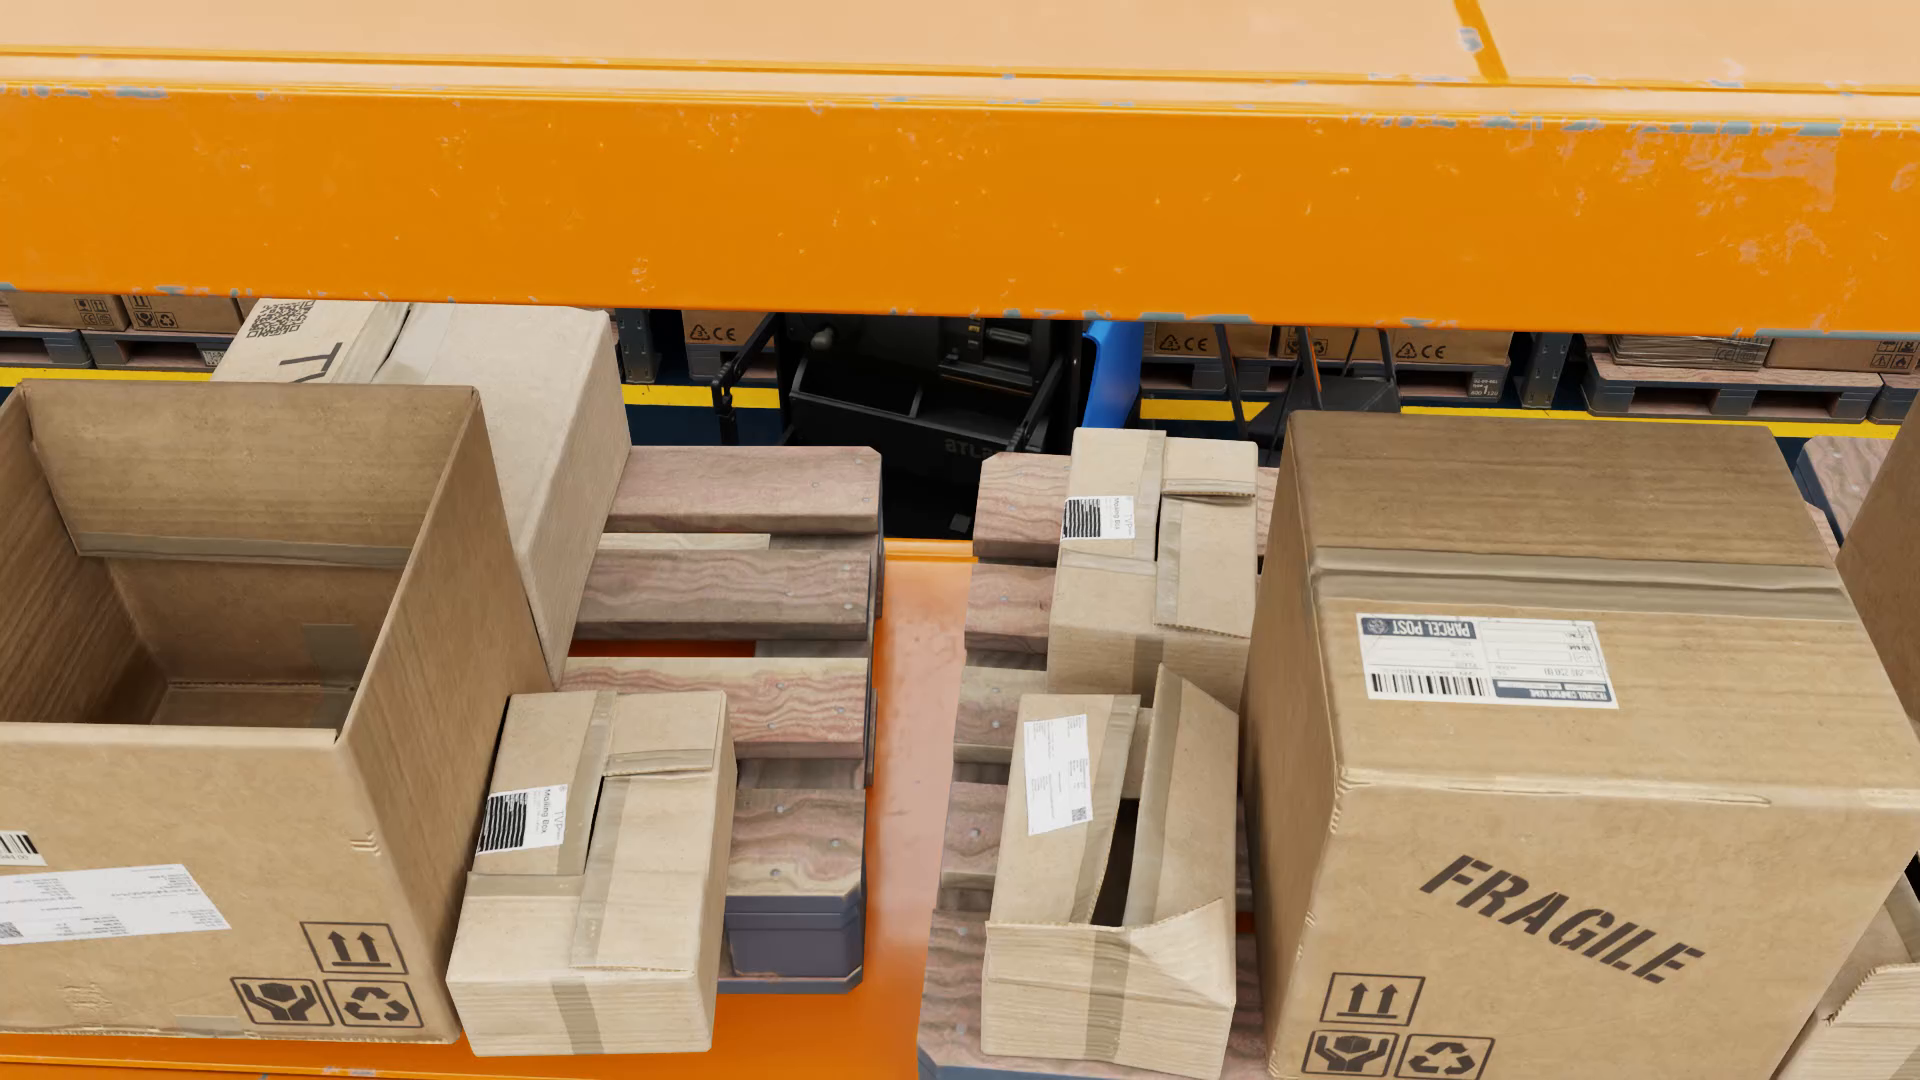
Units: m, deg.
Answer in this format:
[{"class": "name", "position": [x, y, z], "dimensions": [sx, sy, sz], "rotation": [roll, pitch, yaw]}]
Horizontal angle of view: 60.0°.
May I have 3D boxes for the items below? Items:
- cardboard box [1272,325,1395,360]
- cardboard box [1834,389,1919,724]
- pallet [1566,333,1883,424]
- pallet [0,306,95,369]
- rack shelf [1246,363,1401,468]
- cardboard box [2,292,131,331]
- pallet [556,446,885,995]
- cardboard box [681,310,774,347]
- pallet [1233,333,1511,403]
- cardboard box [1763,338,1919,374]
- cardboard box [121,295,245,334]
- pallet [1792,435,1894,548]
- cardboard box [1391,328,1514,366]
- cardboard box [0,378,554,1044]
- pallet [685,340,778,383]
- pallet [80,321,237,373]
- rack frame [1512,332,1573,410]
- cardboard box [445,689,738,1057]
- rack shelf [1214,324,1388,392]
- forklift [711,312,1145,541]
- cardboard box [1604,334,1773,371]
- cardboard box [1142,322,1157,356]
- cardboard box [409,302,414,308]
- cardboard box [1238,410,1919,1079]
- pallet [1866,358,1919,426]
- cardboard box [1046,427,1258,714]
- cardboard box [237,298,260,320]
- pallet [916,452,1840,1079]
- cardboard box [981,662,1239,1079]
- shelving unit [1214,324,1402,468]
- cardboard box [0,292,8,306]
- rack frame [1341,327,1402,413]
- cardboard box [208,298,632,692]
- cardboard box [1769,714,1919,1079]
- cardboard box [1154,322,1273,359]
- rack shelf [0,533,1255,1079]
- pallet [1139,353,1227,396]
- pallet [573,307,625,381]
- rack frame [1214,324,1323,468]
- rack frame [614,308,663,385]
[{"class": "cardboard box", "position": [1.645, -1.143, 7.302], "dimensions": [0.500, 0.500, 0.500], "rotation": [1, 43, 1]}, {"class": "cardboard box", "position": [1.359, 0.176, 1.778], "dimensions": [0.500, 0.500, 0.700], "rotation": [0, 43, 0]}, {"class": "pallet", "position": [3.397, -0.943, 7.607], "dimensions": [1.213, 0.211, 1.003], "rotation": [2, 43, 2]}, {"class": "pallet", "position": [-4.543, -1.214, 7.899], "dimensions": [1.213, 0.211, 1.003], "rotation": [2, 43, 2]}, {"class": "rack shelf", "position": [1.436, -0.331, 6.514], "dimensions": [0.431, 0.518, 0.480], "rotation": [14, 42, 43]}, {"class": "cardboard box", "position": [-3.957, -1.364, 7.539], "dimensions": [0.500, 0.500, 0.700], "rotation": [3, 43, 4]}, {"class": "pallet", "position": [-0.721, 0.209, 2.265], "dimensions": [1.217, 0.209, 0.805], "rotation": [0, 43, 0]}, {"class": "cardboard box", "position": [-0.947, -1.209, 7.373], "dimensions": [0.500, 0.500, 0.500], "rotation": [3, 43, 4]}, {"class": "pallet", "position": [1.832, -1.043, 7.715], "dimensions": [1.213, 0.211, 1.003], "rotation": [2, 43, 2]}, {"class": "cardboard box", "position": [3.852, -1.257, 7.332], "dimensions": [0.625, 0.625, 0.875], "rotation": [3, 43, 3]}, {"class": "cardboard box", "position": [-3.433, -1.279, 7.448], "dimensions": [0.500, 0.500, 0.500], "rotation": [3, 43, 3]}, {"class": "pallet", "position": [1.711, 0.353, 2.109], "dimensions": [1.003, 0.211, 1.213], "rotation": [4, 43, 4]}, {"class": "cardboard box", "position": [2.144, -1.121, 7.278], "dimensions": [0.500, 0.500, 0.500], "rotation": [3, 43, 3]}, {"class": "cardboard box", "position": [-0.772, 0.179, 1.775], "dimensions": [0.500, 0.500, 0.500], "rotation": [1, 43, 1]}, {"class": "pallet", "position": [-0.605, -1.118, 7.796], "dimensions": [1.213, 0.211, 1.003], "rotation": [2, 43, 2]}, {"class": "pallet", "position": [-3.328, -1.175, 7.856], "dimensions": [1.213, 0.211, 1.003], "rotation": [2, 43, 2]}, {"class": "rack frame", "position": [2.576, -2.015, 6.712], "dimensions": [0.127, 3.000, 1.000], "rotation": [2, 43, 2]}, {"class": "cardboard box", "position": [-0.391, 0.354, 1.832], "dimensions": [0.250, 0.166, 0.380], "rotation": [-1, 43, -1]}, {"class": "rack shelf", "position": [1.247, -0.912, 6.173], "dimensions": [0.431, 0.518, 0.480], "rotation": [14, 42, 43]}, {"class": "forklift", "position": [-0.210, -0.672, 5.321], "dimensions": [1.130, 2.935, 3.031], "rotation": [14, 45, 14]}, {"class": "cardboard box", "position": [3.199, -1.271, 7.348], "dimensions": [0.625, 0.625, 0.875], "rotation": [3, 43, 3]}, {"class": "cardboard box", "position": [0.602, -1.161, 7.321], "dimensions": [0.500, 0.500, 0.500], "rotation": [0, 43, 0]}, {"class": "cardboard box", "position": [-2.346, -1.119, 7.449], "dimensions": [0.258, 0.266, 0.396], "rotation": [3, 43, 3]}, {"class": "cardboard box", "position": [0.583, 0.221, 1.731], "dimensions": [0.500, 0.500, 0.500], "rotation": [2, 43, 2]}, {"class": "pallet", "position": [4.612, -0.904, 7.565], "dimensions": [1.213, 0.211, 1.003], "rotation": [2, 43, 2]}, {"class": "cardboard box", "position": [0.256, 0.032, 2.177], "dimensions": [0.250, 0.166, 0.380], "rotation": [5, 43, 5]}, {"class": "cardboard box", "position": [-2.920, -1.332, 7.505], "dimensions": [0.500, 0.500, 0.700], "rotation": [0, 43, 0]}, {"class": "pallet", "position": [0.593, 0.321, 2.143], "dimensions": [1.213, 0.211, 1.003], "rotation": [4, 43, 4]}, {"class": "cardboard box", "position": [0.170, 0.335, 1.780], "dimensions": [0.258, 0.266, 0.396], "rotation": [5, 43, 5]}, {"class": "shelving unit", "position": [1.243, -0.924, 6.166], "dimensions": [0.431, 2.100, 0.503], "rotation": [14, 42, 43]}, {"class": "cardboard box", "position": [-4.386, -1.248, 7.673], "dimensions": [0.250, 0.149, 0.380], "rotation": [0, 43, 0]}, {"class": "rack frame", "position": [1.402, -1.053, 6.298], "dimensions": [0.400, 2.100, 0.015], "rotation": [14, 42, 43]}, {"class": "cardboard box", "position": [-0.750, -0.092, 2.205], "dimensions": [0.500, 0.311, 0.500], "rotation": [2, 43, 2]}, {"class": "cardboard box", "position": [0.965, 0.359, 1.754], "dimensions": [0.258, 0.266, 0.396], "rotation": [1, 43, 1]}, {"class": "cardboard box", "position": [1.122, -1.157, 7.318], "dimensions": [0.500, 0.500, 0.500], "rotation": [3, 43, 4]}, {"class": "rack shelf", "position": [0.358, 0.469, 2.373], "dimensions": [4.000, 0.370, 1.077], "rotation": [2, 43, 2]}, {"class": "pallet", "position": [0.616, -1.083, 7.757], "dimensions": [1.213, 0.211, 1.003], "rotation": [2, 43, 2]}, {"class": "pallet", "position": [-2.106, -1.139, 7.818], "dimensions": [1.213, 0.211, 1.003], "rotation": [2, 43, 2]}, {"class": "rack frame", "position": [1.084, -0.794, 6.033], "dimensions": [0.400, 2.100, 0.015], "rotation": [14, 42, 43]}, {"class": "rack frame", "position": [-1.420, -2.138, 6.844], "dimensions": [0.127, 3.000, 1.000], "rotation": [2, 43, 2]}]
